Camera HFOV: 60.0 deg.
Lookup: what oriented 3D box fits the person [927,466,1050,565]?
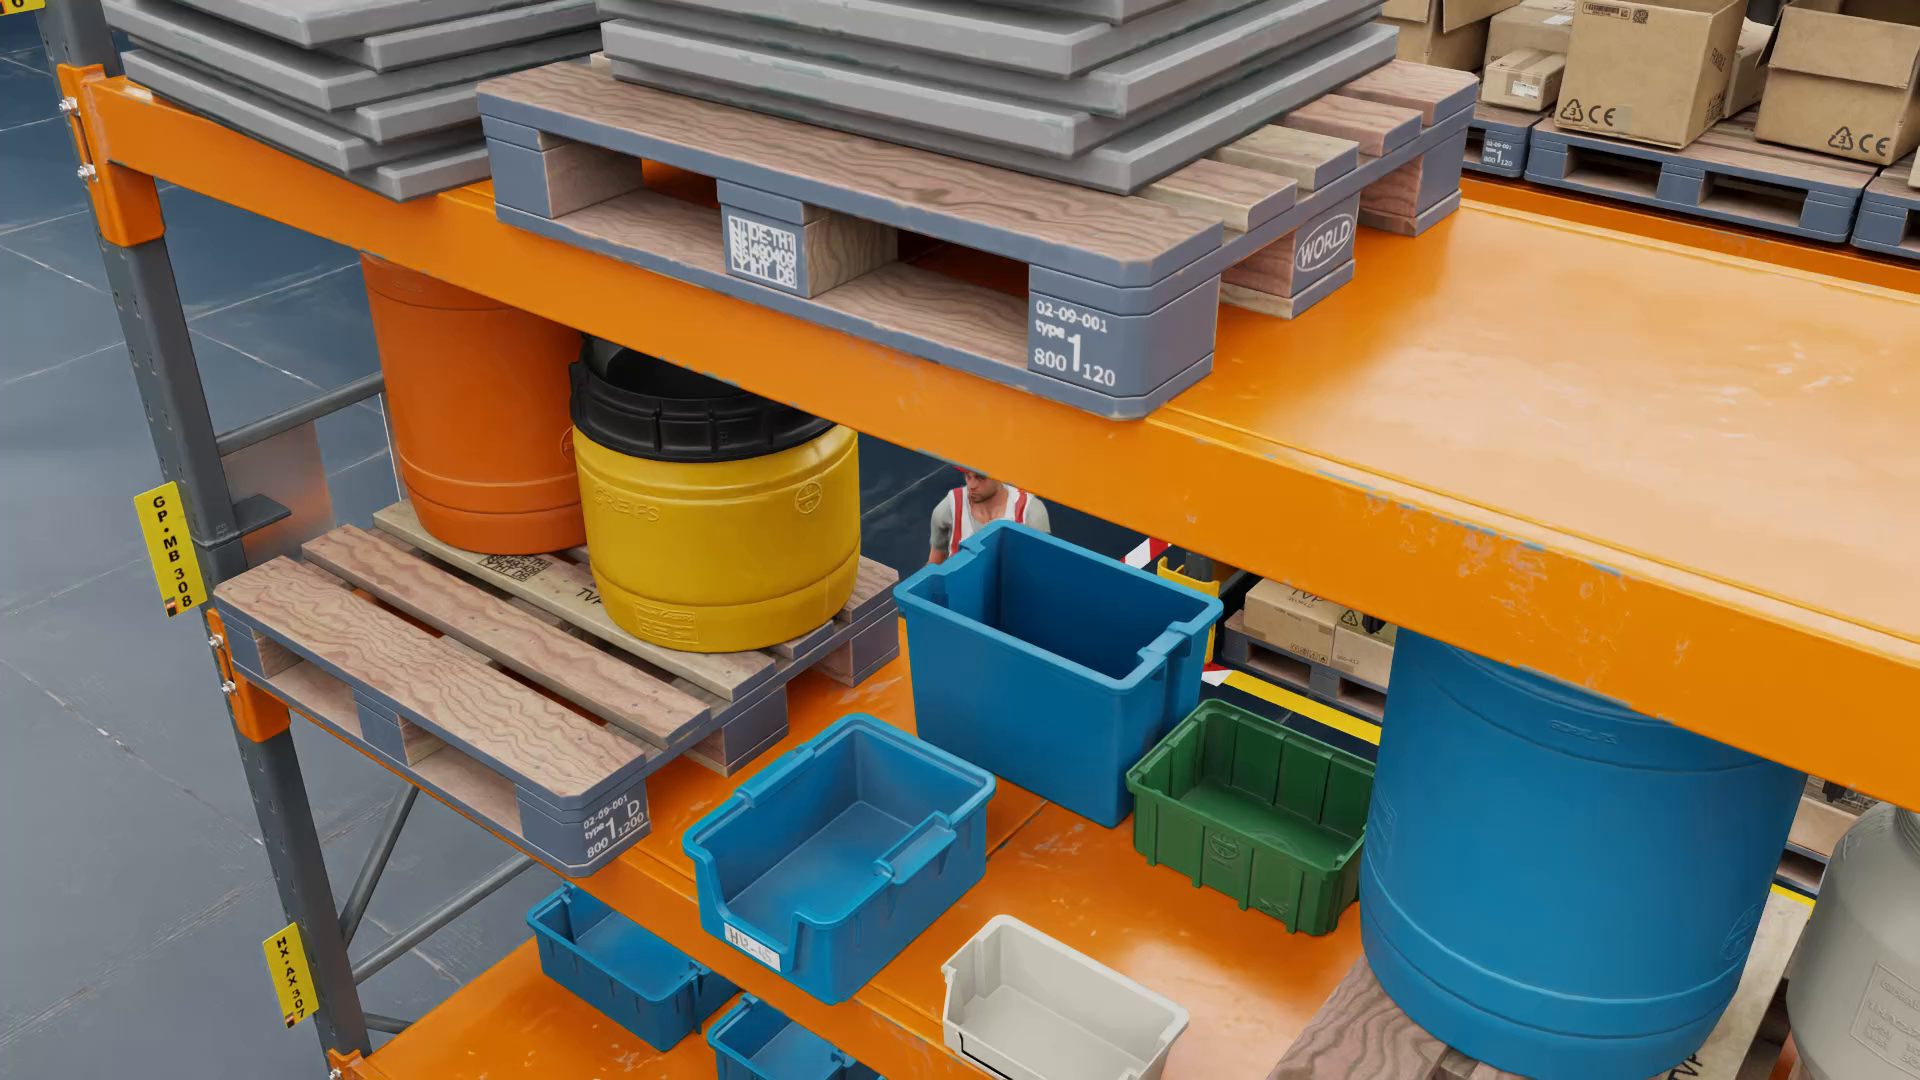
[{"bbox_3d":[0.106,0.275,7.595,0.555,1.761,0.741,-4,31,-6],"label":"person"}]
